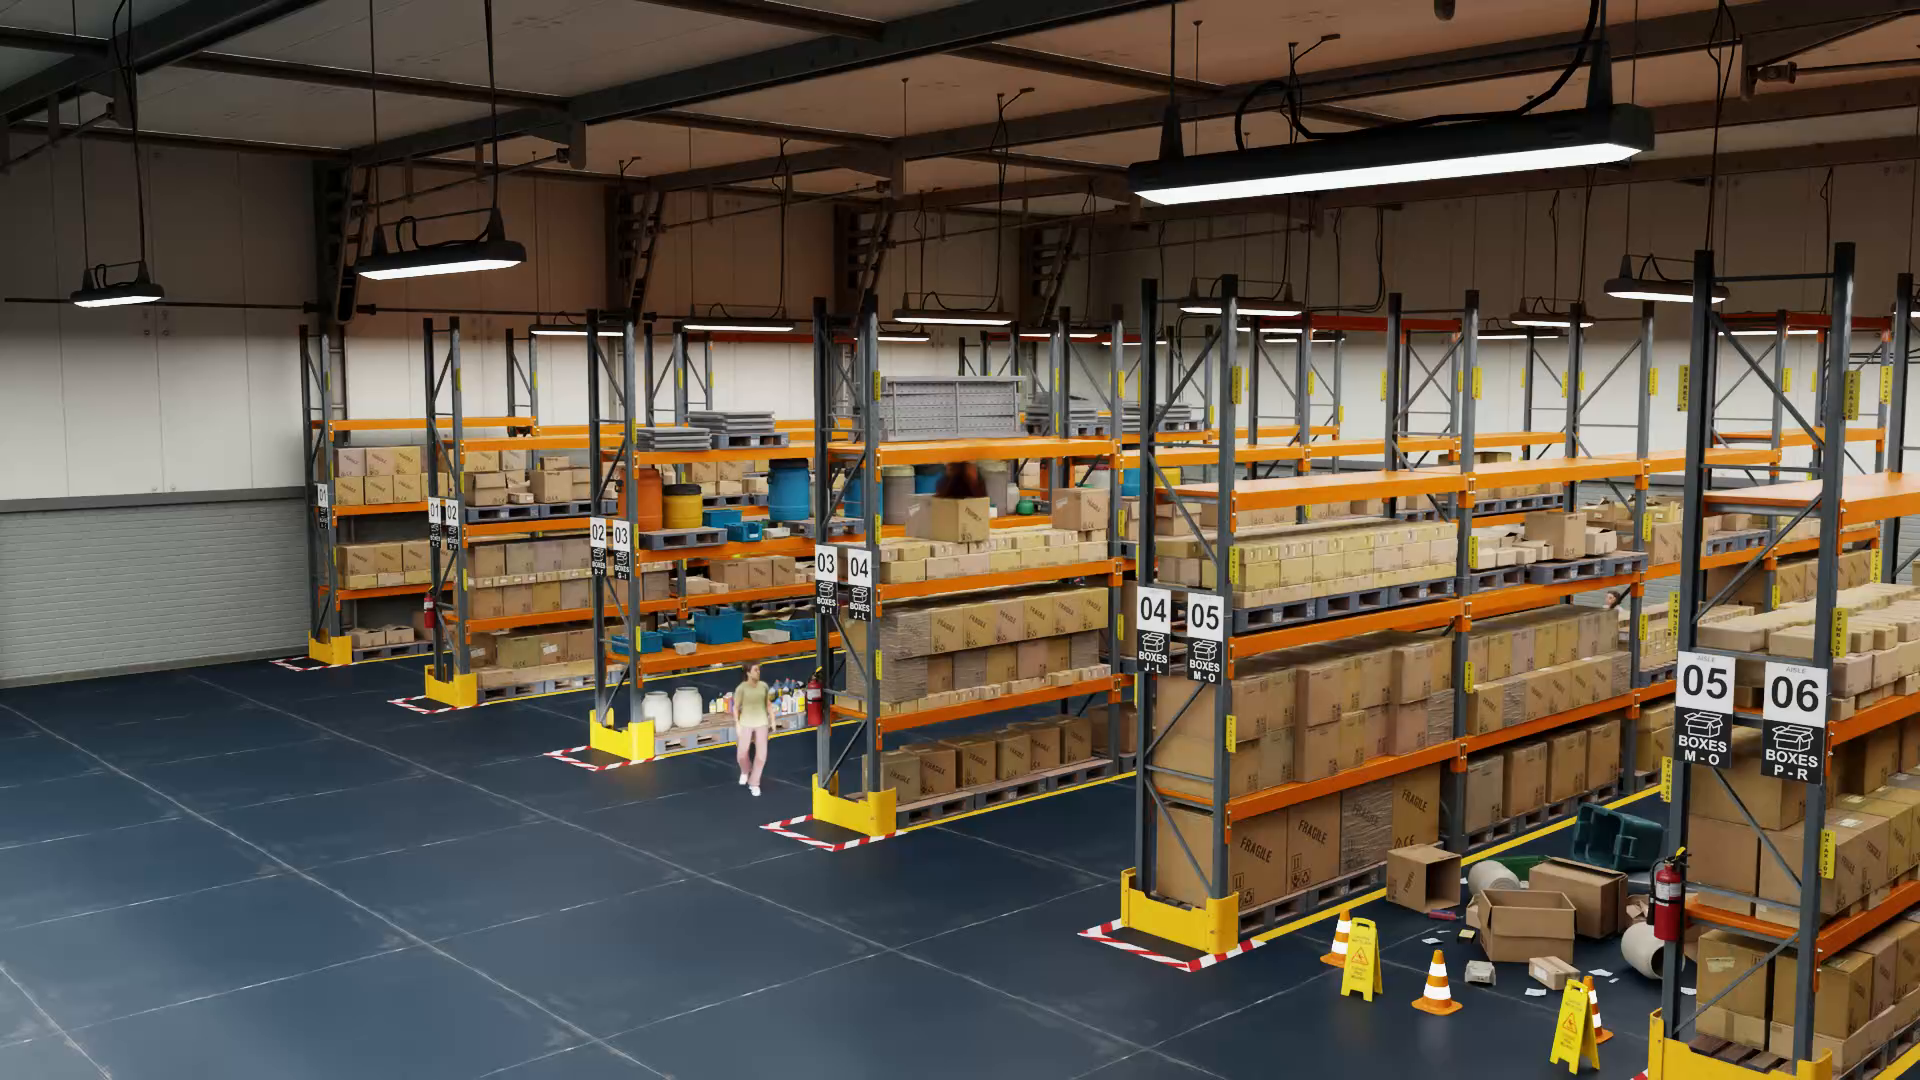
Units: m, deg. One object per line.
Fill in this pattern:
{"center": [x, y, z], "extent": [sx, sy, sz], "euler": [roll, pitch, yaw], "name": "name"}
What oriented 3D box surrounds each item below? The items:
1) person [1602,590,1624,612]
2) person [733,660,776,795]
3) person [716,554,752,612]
{"center": [10.578, 1.634, 27.055], "extent": [0.973, 1.651, 0.531], "euler": [-5, 8, -41], "name": "person"}
{"center": [-2.526, 2.291, 20.509], "extent": [0.567, 1.627, 0.583], "euler": [-2, 6, -17], "name": "person"}
{"center": [-4.345, 1.098, 31.752], "extent": [0.991, 1.729, 0.506], "euler": [-4, 7, -36], "name": "person"}
